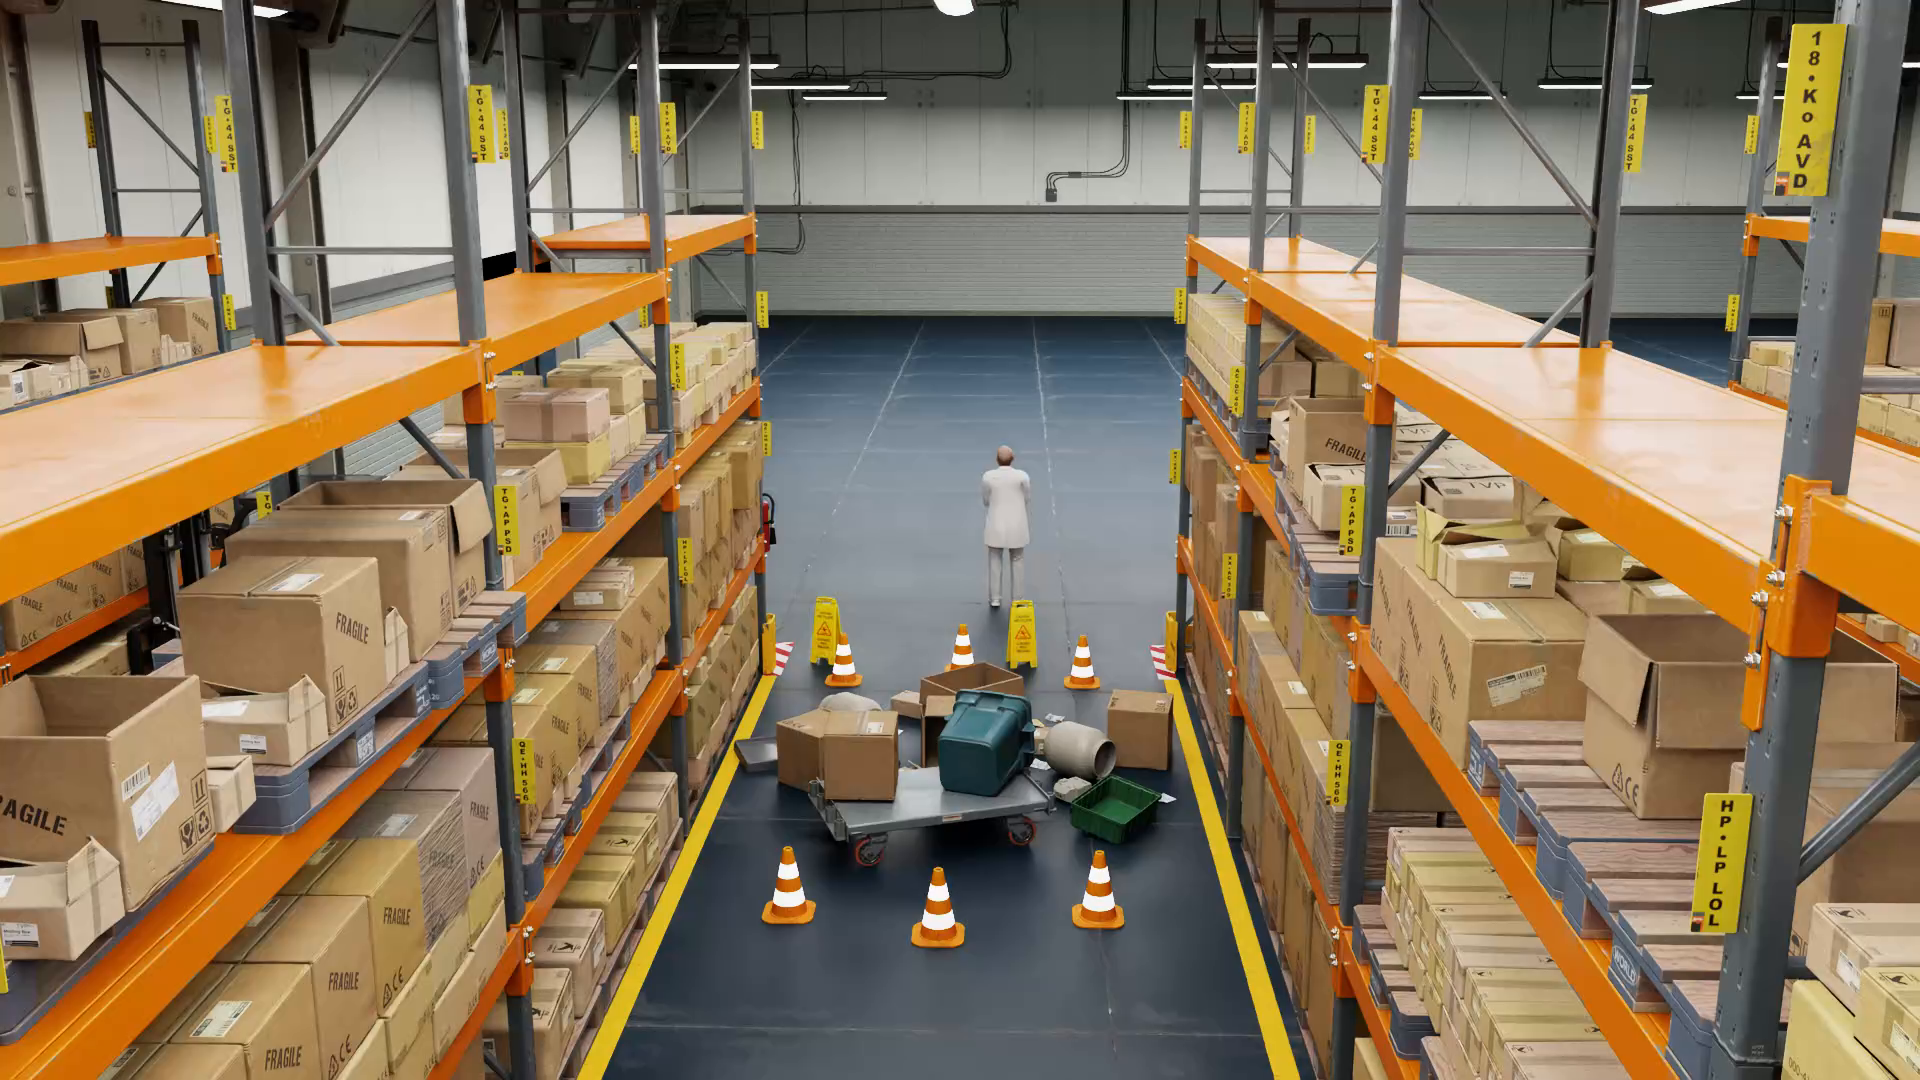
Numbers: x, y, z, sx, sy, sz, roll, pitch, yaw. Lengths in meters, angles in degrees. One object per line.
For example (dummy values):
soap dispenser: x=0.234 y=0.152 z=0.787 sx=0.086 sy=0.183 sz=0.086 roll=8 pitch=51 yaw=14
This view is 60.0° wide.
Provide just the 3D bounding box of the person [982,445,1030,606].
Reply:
person: x=0.500 y=-0.185 z=18.149 sx=0.529 sy=1.775 sz=0.554 roll=0 pitch=14 yaw=1
